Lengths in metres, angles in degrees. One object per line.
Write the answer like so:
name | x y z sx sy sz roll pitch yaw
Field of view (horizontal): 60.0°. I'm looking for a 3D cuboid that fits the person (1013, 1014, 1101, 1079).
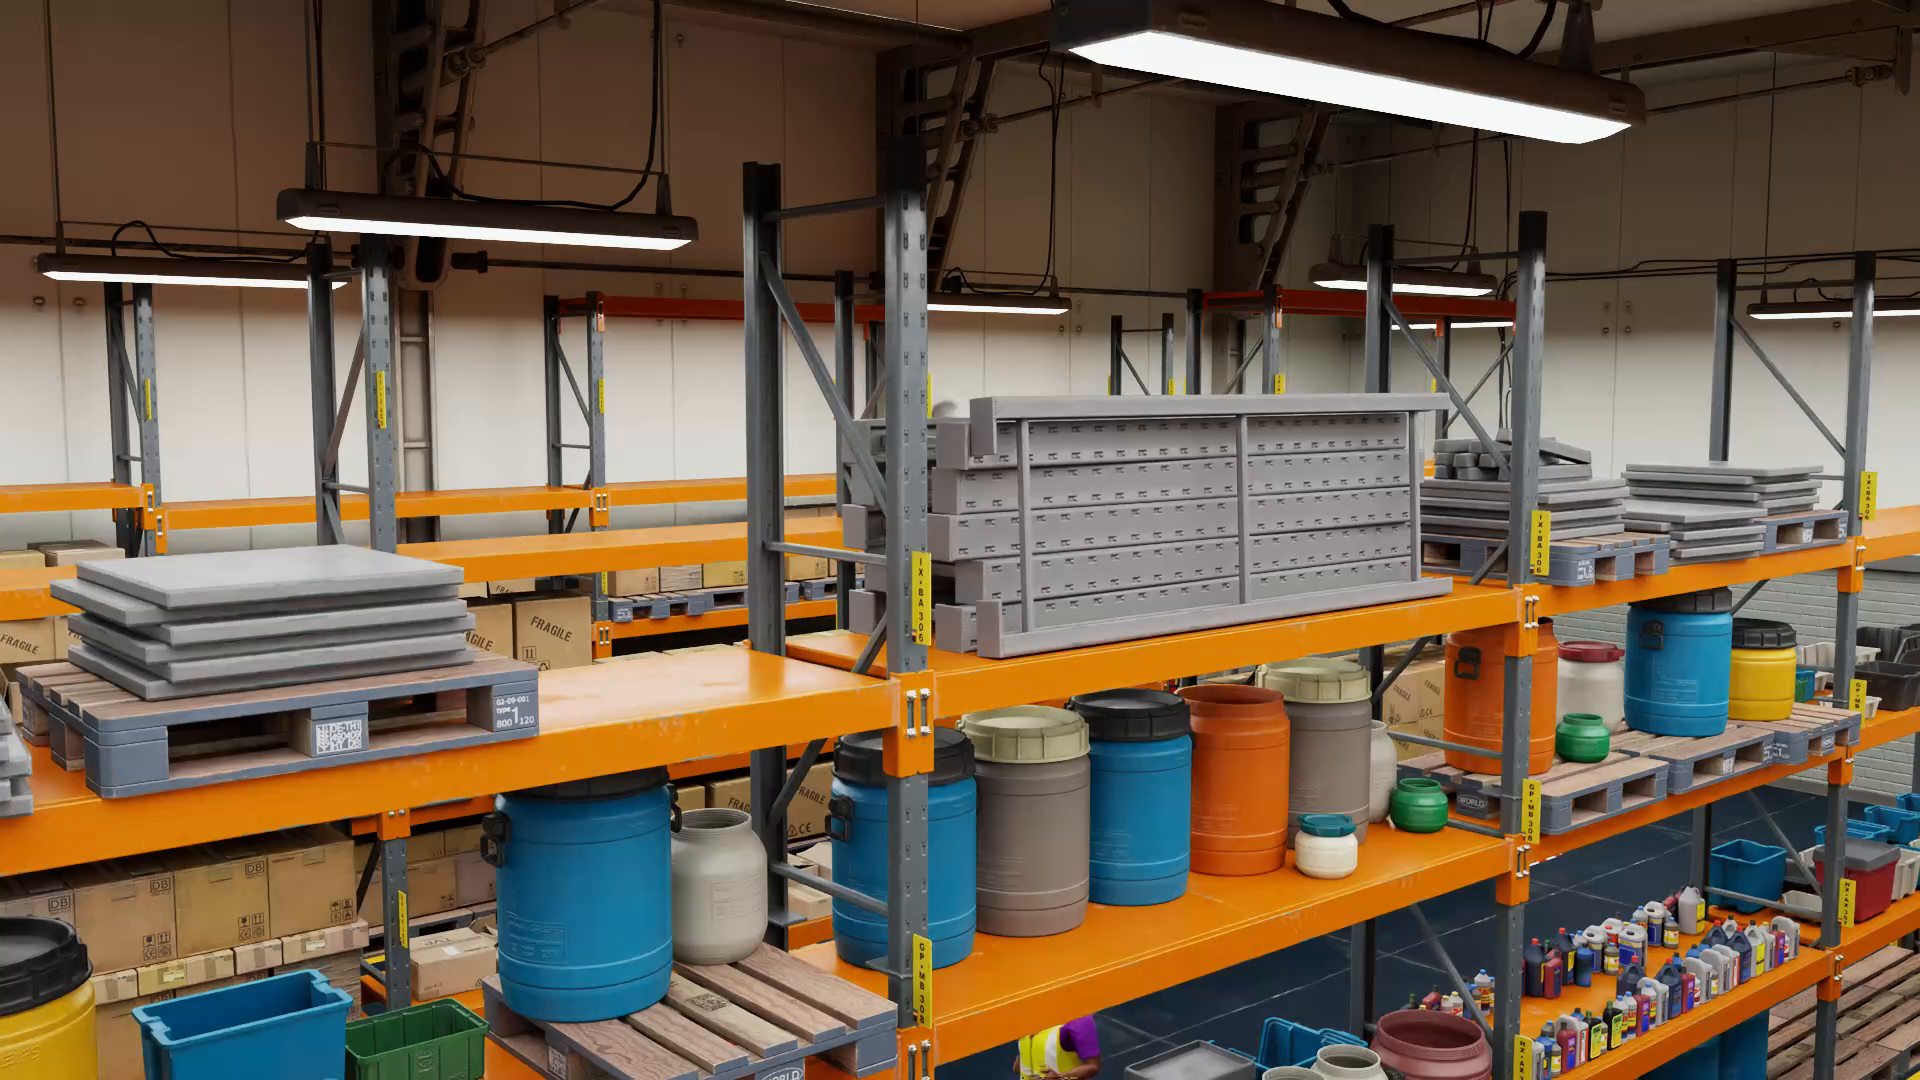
person | 0.570 3.327 9.991 0.968 1.773 0.700 -5 7 -40
